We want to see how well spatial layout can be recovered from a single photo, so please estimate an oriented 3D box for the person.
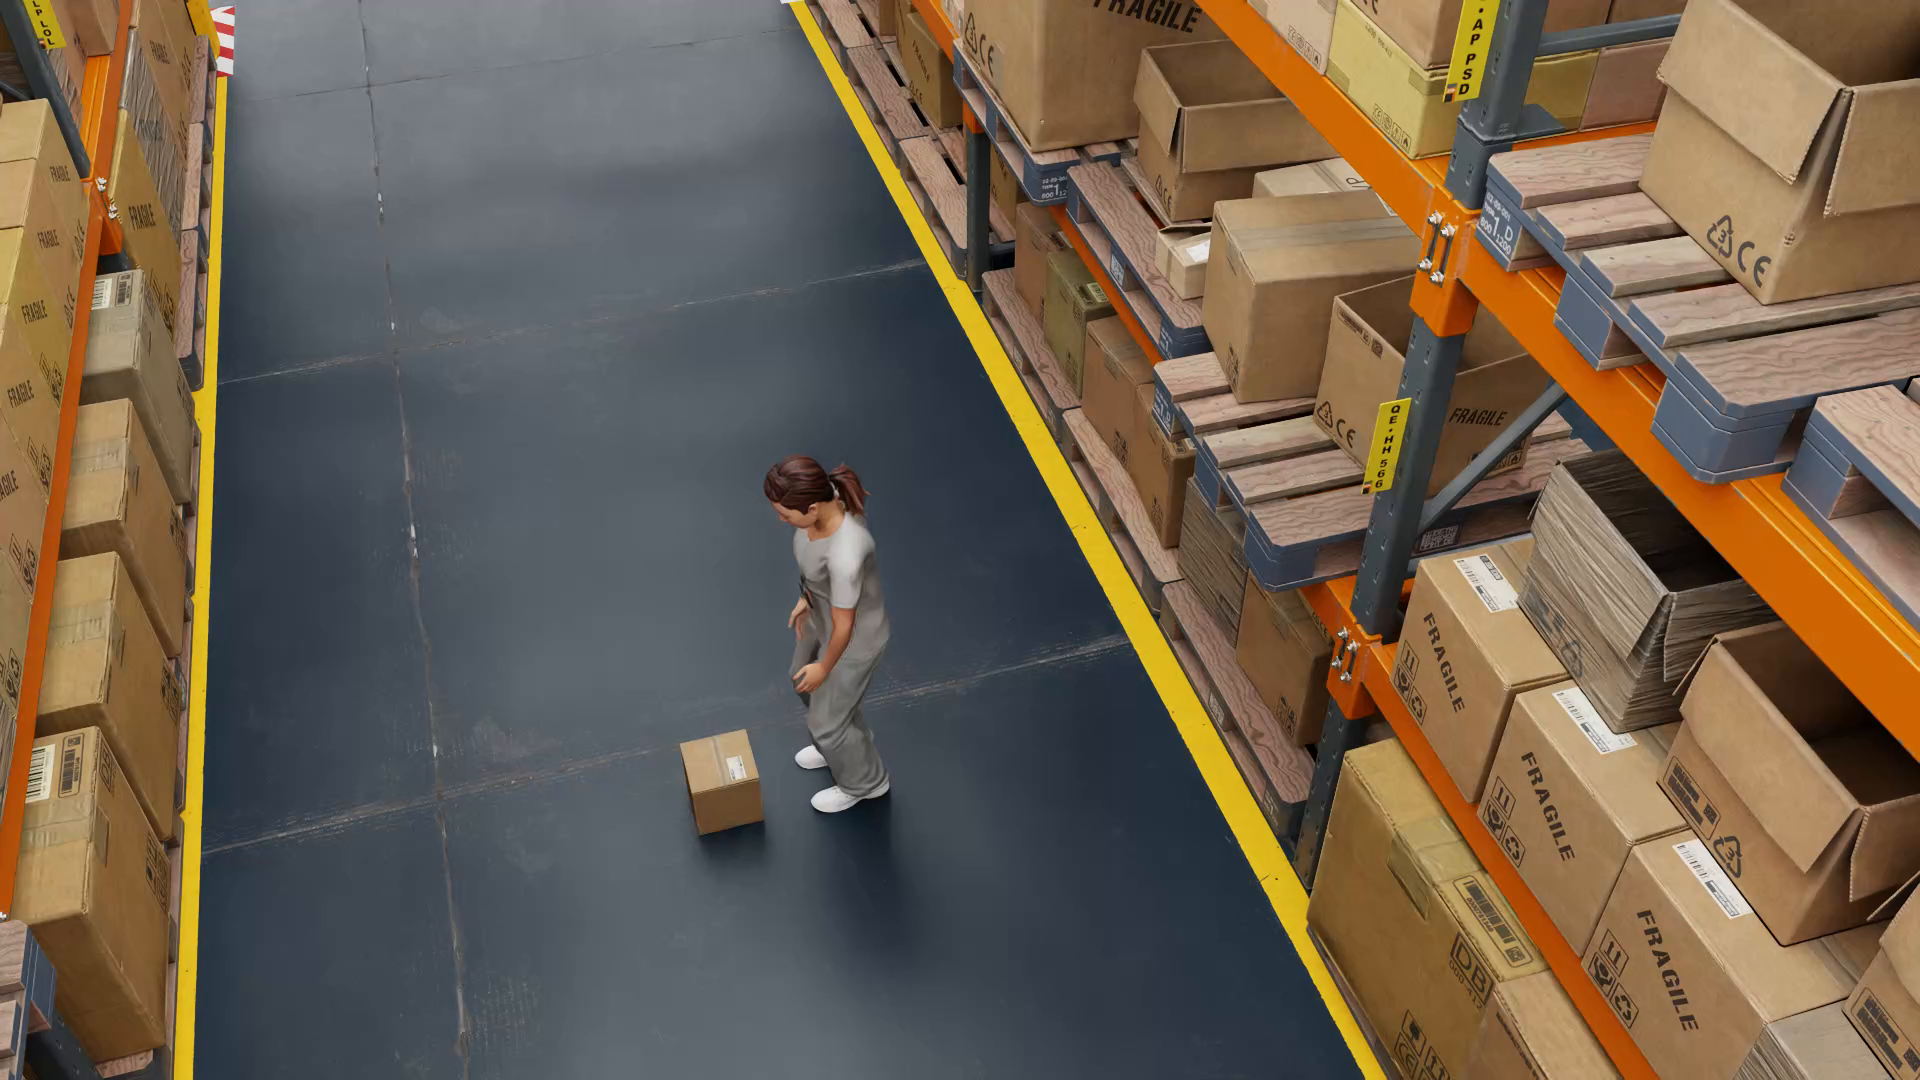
[{"bbox_3d":[-0.441,0.331,5.842,0.387,1.628,0.461,-11,44,-12],"label":"person"}]
